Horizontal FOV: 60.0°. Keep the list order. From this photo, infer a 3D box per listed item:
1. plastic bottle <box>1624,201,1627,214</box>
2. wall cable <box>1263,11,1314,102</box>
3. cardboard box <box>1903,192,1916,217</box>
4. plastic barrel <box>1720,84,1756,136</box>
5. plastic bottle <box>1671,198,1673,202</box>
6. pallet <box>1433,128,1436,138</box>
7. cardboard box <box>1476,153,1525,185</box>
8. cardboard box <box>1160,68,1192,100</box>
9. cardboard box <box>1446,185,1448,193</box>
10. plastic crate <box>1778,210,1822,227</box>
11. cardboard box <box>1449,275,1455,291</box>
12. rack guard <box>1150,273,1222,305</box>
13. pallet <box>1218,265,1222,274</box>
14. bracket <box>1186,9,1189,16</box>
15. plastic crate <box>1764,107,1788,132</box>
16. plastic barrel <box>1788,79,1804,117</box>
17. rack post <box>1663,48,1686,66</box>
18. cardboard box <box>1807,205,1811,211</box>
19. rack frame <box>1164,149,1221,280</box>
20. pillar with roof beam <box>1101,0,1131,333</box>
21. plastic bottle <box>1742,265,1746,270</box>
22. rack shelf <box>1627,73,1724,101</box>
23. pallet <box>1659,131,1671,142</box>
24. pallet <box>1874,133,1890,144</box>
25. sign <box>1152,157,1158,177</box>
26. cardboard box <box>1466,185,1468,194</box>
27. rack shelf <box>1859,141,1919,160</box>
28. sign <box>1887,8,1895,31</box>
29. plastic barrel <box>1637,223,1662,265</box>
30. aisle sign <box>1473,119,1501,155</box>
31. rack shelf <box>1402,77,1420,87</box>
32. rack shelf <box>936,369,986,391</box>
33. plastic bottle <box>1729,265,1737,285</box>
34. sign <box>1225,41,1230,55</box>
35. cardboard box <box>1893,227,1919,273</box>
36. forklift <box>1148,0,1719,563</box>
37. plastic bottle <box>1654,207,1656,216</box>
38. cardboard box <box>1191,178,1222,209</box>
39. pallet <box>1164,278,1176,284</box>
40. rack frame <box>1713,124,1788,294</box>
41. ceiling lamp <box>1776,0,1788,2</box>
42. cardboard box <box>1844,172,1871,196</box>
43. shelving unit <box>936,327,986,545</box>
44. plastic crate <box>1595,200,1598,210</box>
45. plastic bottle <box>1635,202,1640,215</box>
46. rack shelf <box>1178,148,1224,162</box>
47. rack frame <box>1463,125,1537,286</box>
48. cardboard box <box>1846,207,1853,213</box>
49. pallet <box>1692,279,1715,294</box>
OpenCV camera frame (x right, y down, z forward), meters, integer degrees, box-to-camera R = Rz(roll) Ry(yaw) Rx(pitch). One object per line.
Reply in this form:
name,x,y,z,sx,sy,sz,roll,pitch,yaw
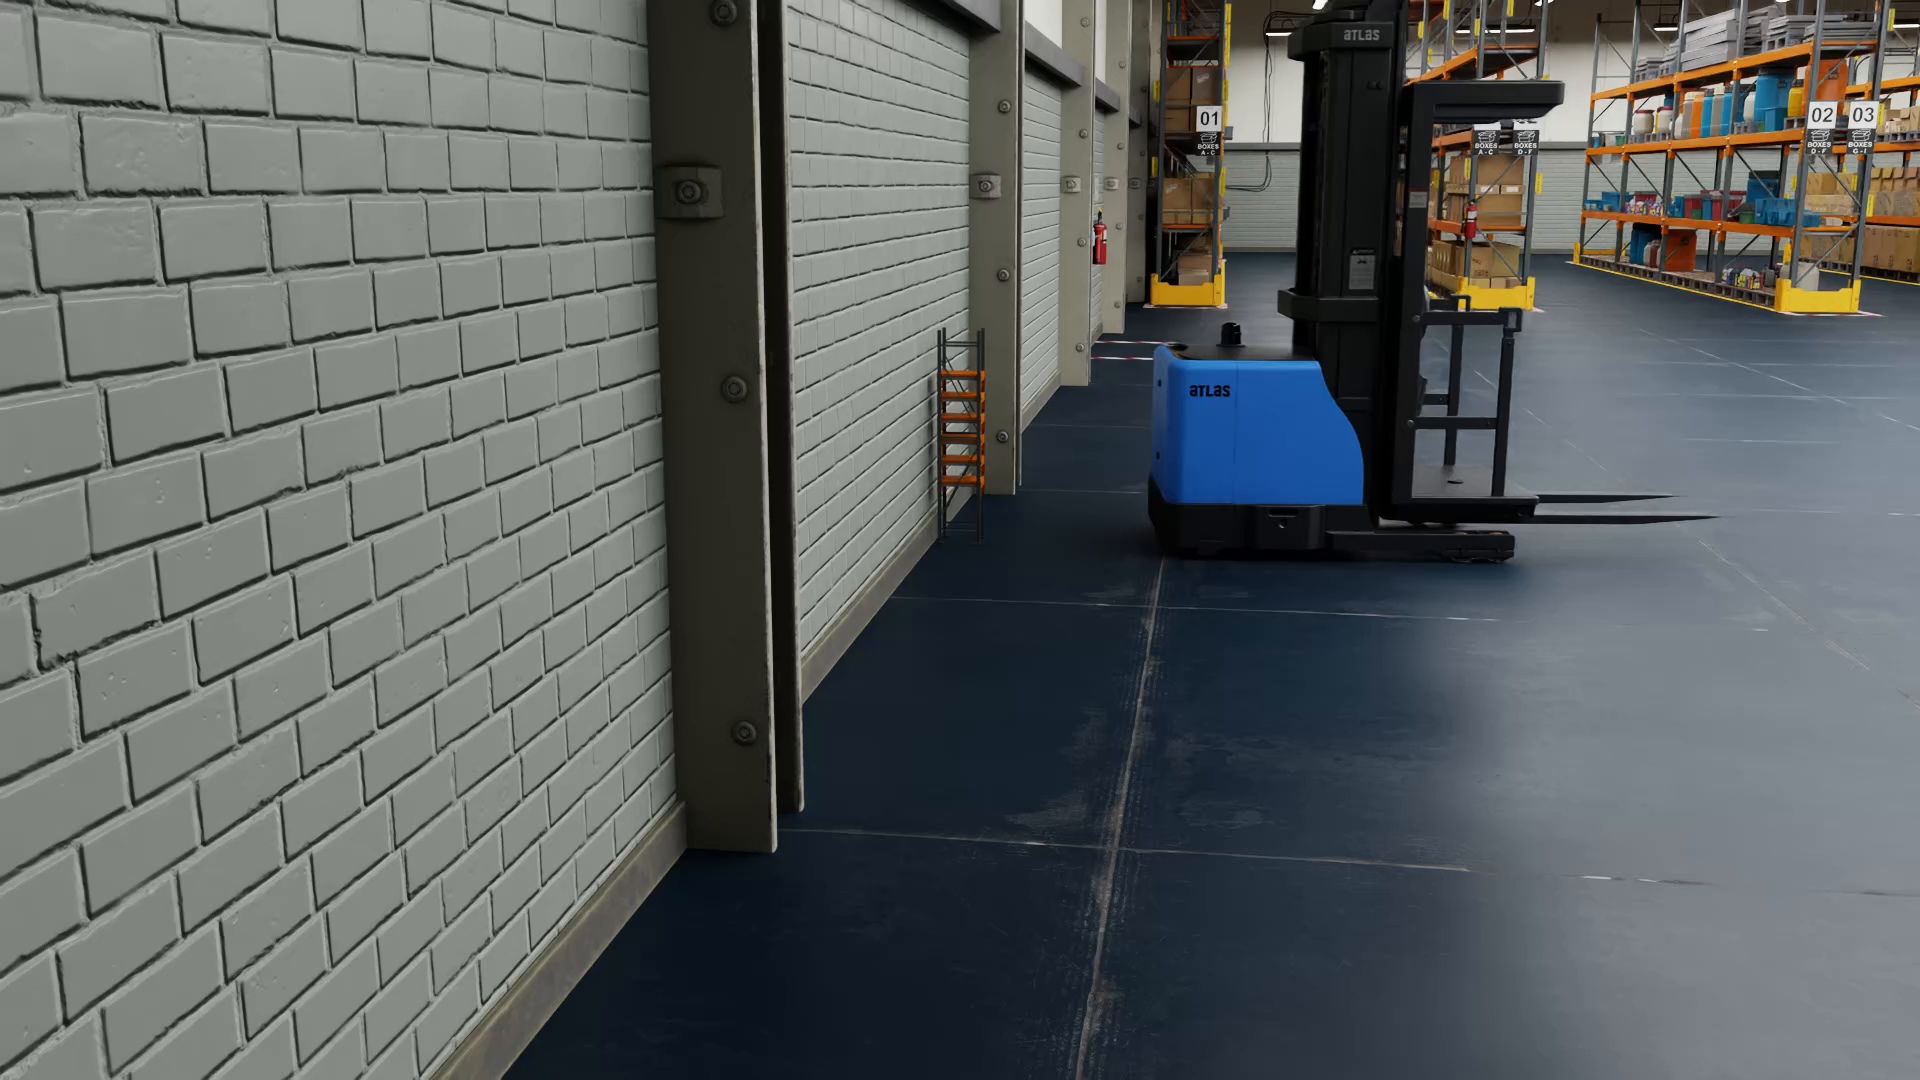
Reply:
plastic bottle,14.903,-7.438,37.164,0.061,0.283,0.133,2,12,9
wall cable,10.103,-13.673,46.961,3.097,2.526,0.112,2,12,9
cardboard box,19.573,-6.828,33.818,0.500,0.500,0.500,2,12,8
plastic barrel,14.014,-7.717,29.870,0.600,0.901,0.708,2,12,9
plastic bottle,15.534,-7.293,36.332,0.144,0.351,0.185,2,12,9
pallet,9.687,-7.883,32.281,1.003,0.211,1.213,2,12,11
cardboard box,8.734,-6.012,26.952,0.700,0.500,0.500,2,12,9
cardboard box,3.554,-7.493,27.362,0.500,0.500,0.500,2,12,11
cardboard box,9.024,-6.370,30.154,0.380,0.149,0.250,2,12,9
plastic crate,13.317,-5.101,26.395,0.499,0.251,0.616,2,12,9
cardboard box,8.497,-4.308,27.892,0.500,0.250,0.500,2,12,9
rack guard,3.758,-4.175,27.677,1.175,0.500,0.348,2,12,9
pallet,5.172,-5.845,36.112,1.003,0.211,1.213,2,12,9
bracket,5.656,-13.356,41.563,0.076,0.066,4.783,2,12,9
plastic crate,13.531,-6.925,27.424,0.392,0.384,0.575,2,12,9
plastic barrel,13.585,-7.065,26.591,0.600,0.588,0.600,0,12,0
rack post,14.837,-9.773,33.660,0.954,0.300,0.937,2,12,9
cardboard box,20.393,-7.883,39.547,0.380,0.149,0.250,2,12,8
rack frame,4.361,-6.213,31.204,1.000,3.000,0.127,2,12,9
pillar with roof beam,6.330,-7.099,21.072,9.100,9.000,0.400,2,12,9
plastic bottle,13.759,-4.653,29.209,0.144,0.351,0.185,2,12,9
rack shelf,15.073,-9.527,34.996,1.077,0.370,4.000,2,12,9
pallet,14.980,-8.255,34.007,1.003,0.211,1.213,2,12,9
pallet,20.183,-8.578,35.509,0.805,0.209,1.217,1,12,6
sign,3.201,-6.123,27.288,0.100,0.325,0.005,2,12,9
cardboard box,8.631,-5.833,27.661,0.380,0.149,0.250,2,12,9
rack shelf,19.967,-8.096,34.525,1.077,0.370,4.000,2,12,9
sign,14.078,-7.871,25.154,0.100,0.325,0.005,2,12,9
plastic barrel,15.171,-6.477,36.412,0.600,0.901,0.708,2,12,9
aisle sign,8.341,-6.488,26.306,0.394,0.787,0.004,2,12,9
rack shelf,10.179,-9.688,35.745,1.077,0.370,4.000,2,12,9
rack shelf,0.007,-0.892,9.287,0.258,0.103,0.180,2,12,8
plastic bottle,13.616,-4.658,29.230,0.144,0.351,0.185,2,12,10
sign,6.130,-11.292,38.123,0.100,0.325,0.005,2,12,9
cardboard box,19.786,-5.874,33.677,1.225,0.875,0.875,1,12,6
forklift,2.619,-1.422,9.137,3.031,2.935,1.130,0,12,2
plastic bottle,14.523,-6.858,34.668,0.097,0.201,0.097,0,12,0
cardboard box,4.117,-5.773,27.691,0.500,0.500,0.500,2,12,9
pallet,4.293,-4.709,30.844,1.003,0.211,1.213,2,12,9
rack frame,14.151,-5.892,29.715,1.000,3.000,0.127,2,12,9
ceiling lamp,18.018,-13.079,34.968,0.800,3.185,2.000,2,12,9
cardboard box,20.081,-7.940,37.087,0.500,0.500,0.500,2,12,10
shelving unit,0.007,-0.584,9.354,0.258,1.200,0.189,2,12,8
plastic crate,15.430,-8.023,39.856,0.416,0.233,0.300,2,12,9
plastic bottle,14.791,-7.220,36.171,0.152,0.276,0.135,2,12,9
rack shelf,5.284,-8.577,36.760,1.077,0.370,4.000,2,12,9
rack frame,8.641,-5.221,26.599,1.000,3.000,0.127,2,12,9
cardboard box,19.998,-7.348,37.068,0.380,0.149,0.250,2,12,9
pallet,14.233,-4.694,30.773,1.003,0.211,1.213,2,12,9
